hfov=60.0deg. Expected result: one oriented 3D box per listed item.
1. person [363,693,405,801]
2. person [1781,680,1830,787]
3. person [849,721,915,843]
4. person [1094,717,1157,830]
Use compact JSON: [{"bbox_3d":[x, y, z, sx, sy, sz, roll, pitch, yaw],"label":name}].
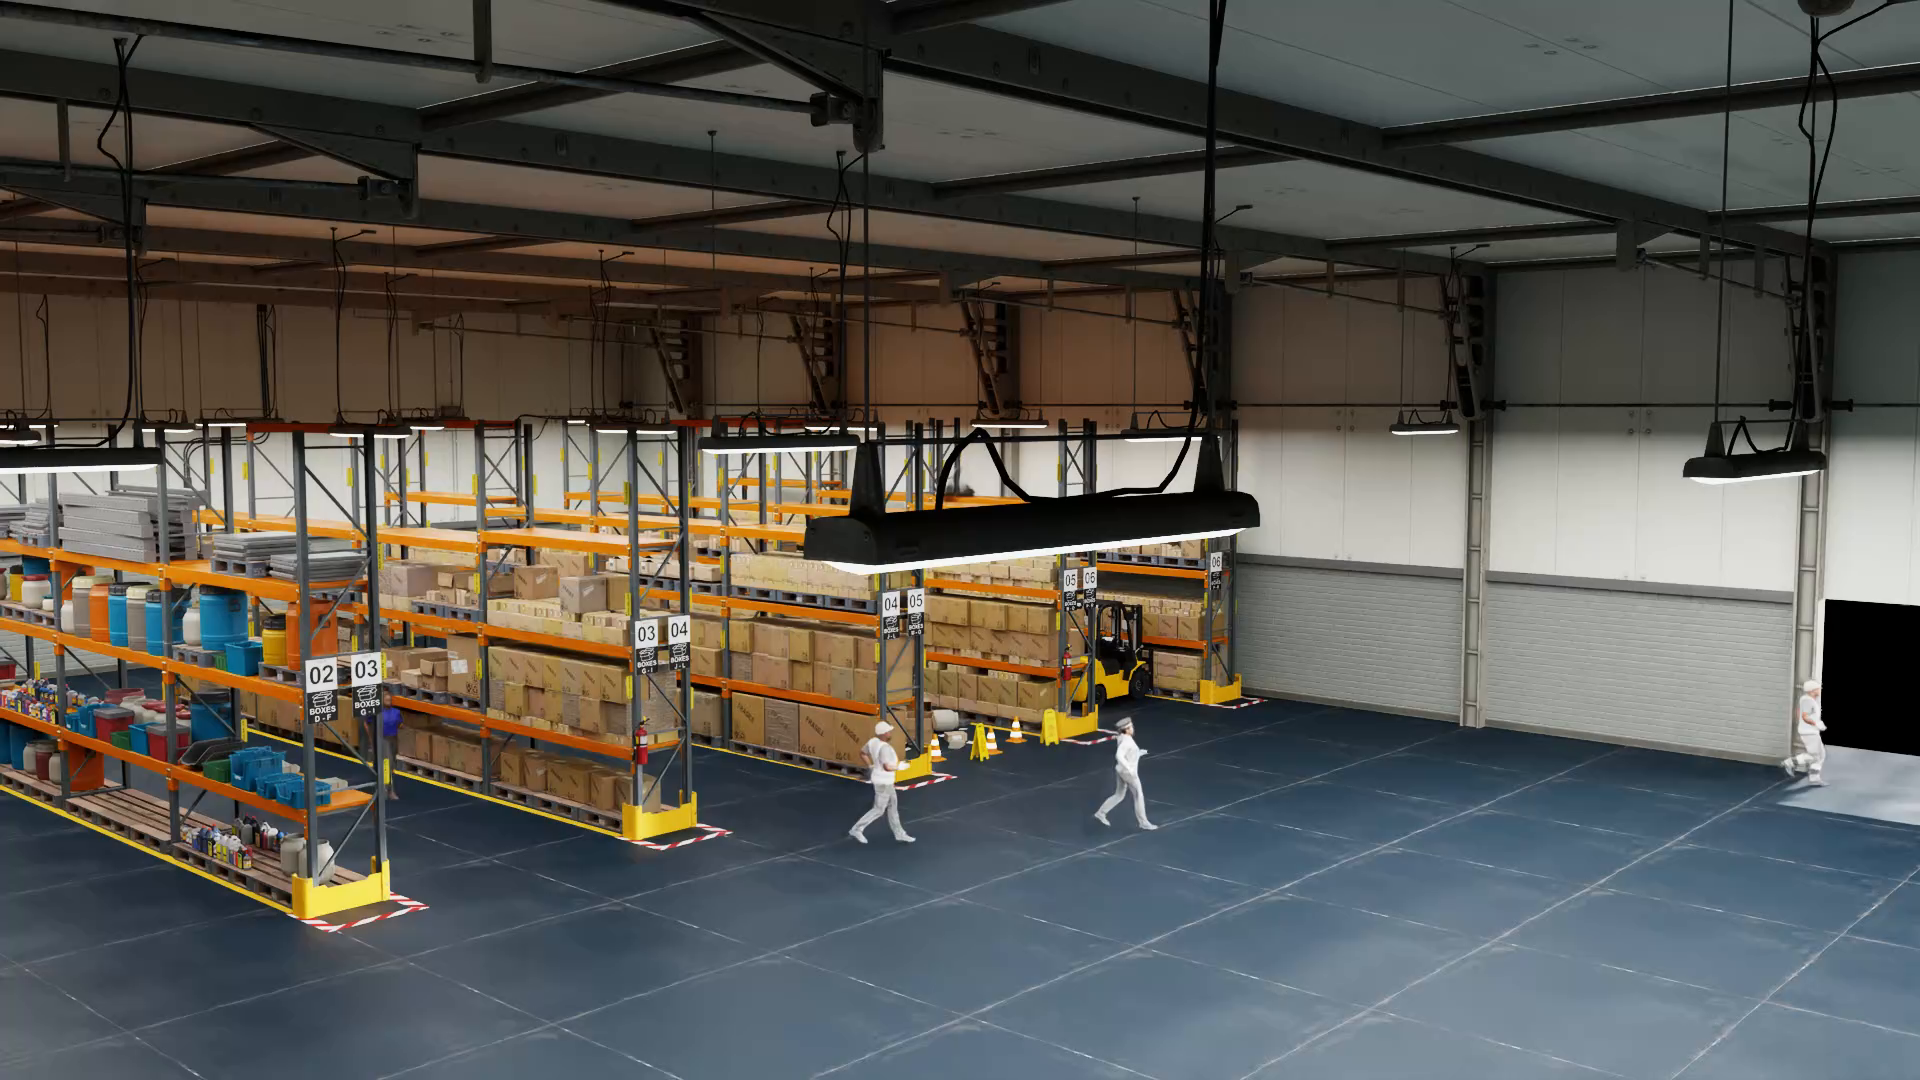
[{"bbox_3d":[-9.235,3.315,26.802,0.761,1.718,0.547,3,6,35],"label":"person"},{"bbox_3d":[14.073,3.206,27.631,0.736,1.763,0.697,2,5,28],"label":"person"},{"bbox_3d":[-1.103,3.475,23.719,0.993,1.788,0.682,-1,5,-13],"label":"person"},{"bbox_3d":[2.458,3.452,24.586,0.939,1.683,0.608,-1,5,-13],"label":"person"}]
